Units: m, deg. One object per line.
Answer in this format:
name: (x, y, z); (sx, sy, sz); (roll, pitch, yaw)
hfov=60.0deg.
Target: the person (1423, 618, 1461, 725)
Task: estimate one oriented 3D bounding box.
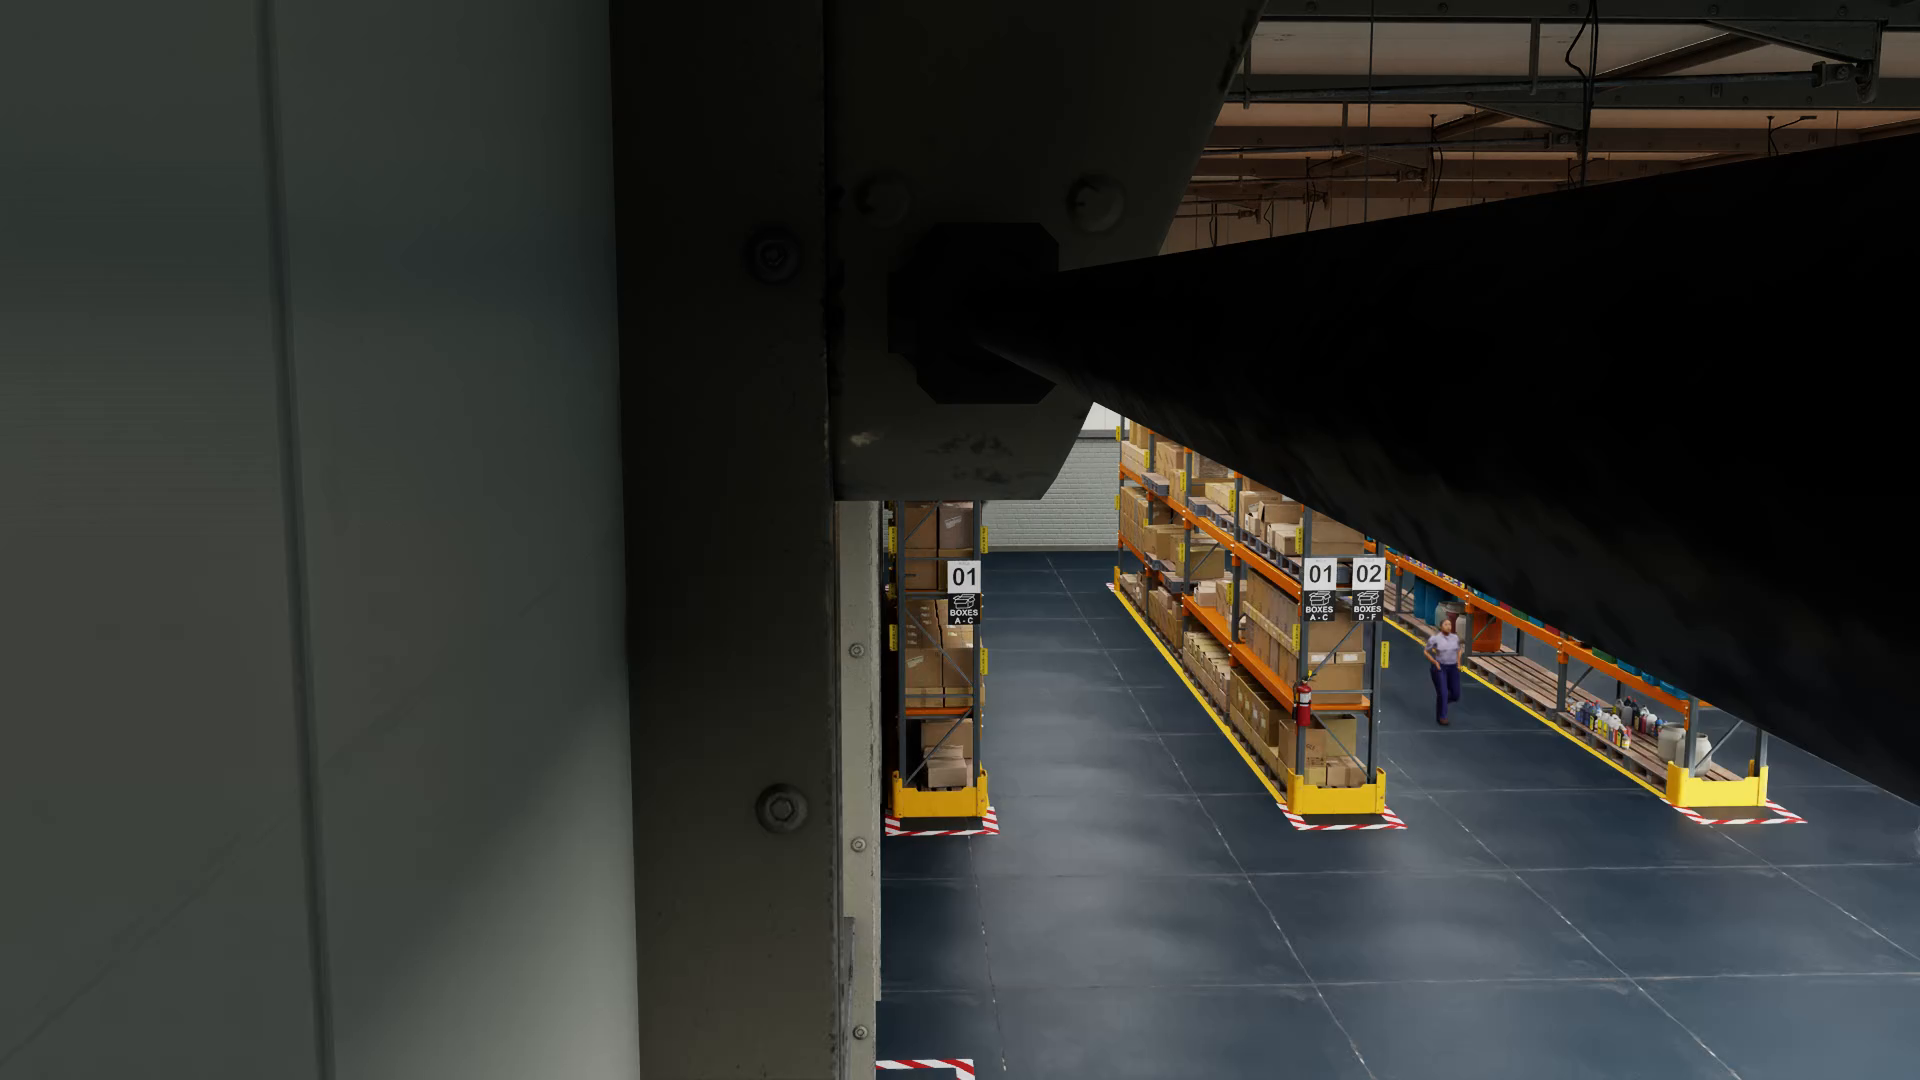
person: (7.265, 1.957, 24.990); (0.605, 1.593, 0.578); (-1, 8, -8)
